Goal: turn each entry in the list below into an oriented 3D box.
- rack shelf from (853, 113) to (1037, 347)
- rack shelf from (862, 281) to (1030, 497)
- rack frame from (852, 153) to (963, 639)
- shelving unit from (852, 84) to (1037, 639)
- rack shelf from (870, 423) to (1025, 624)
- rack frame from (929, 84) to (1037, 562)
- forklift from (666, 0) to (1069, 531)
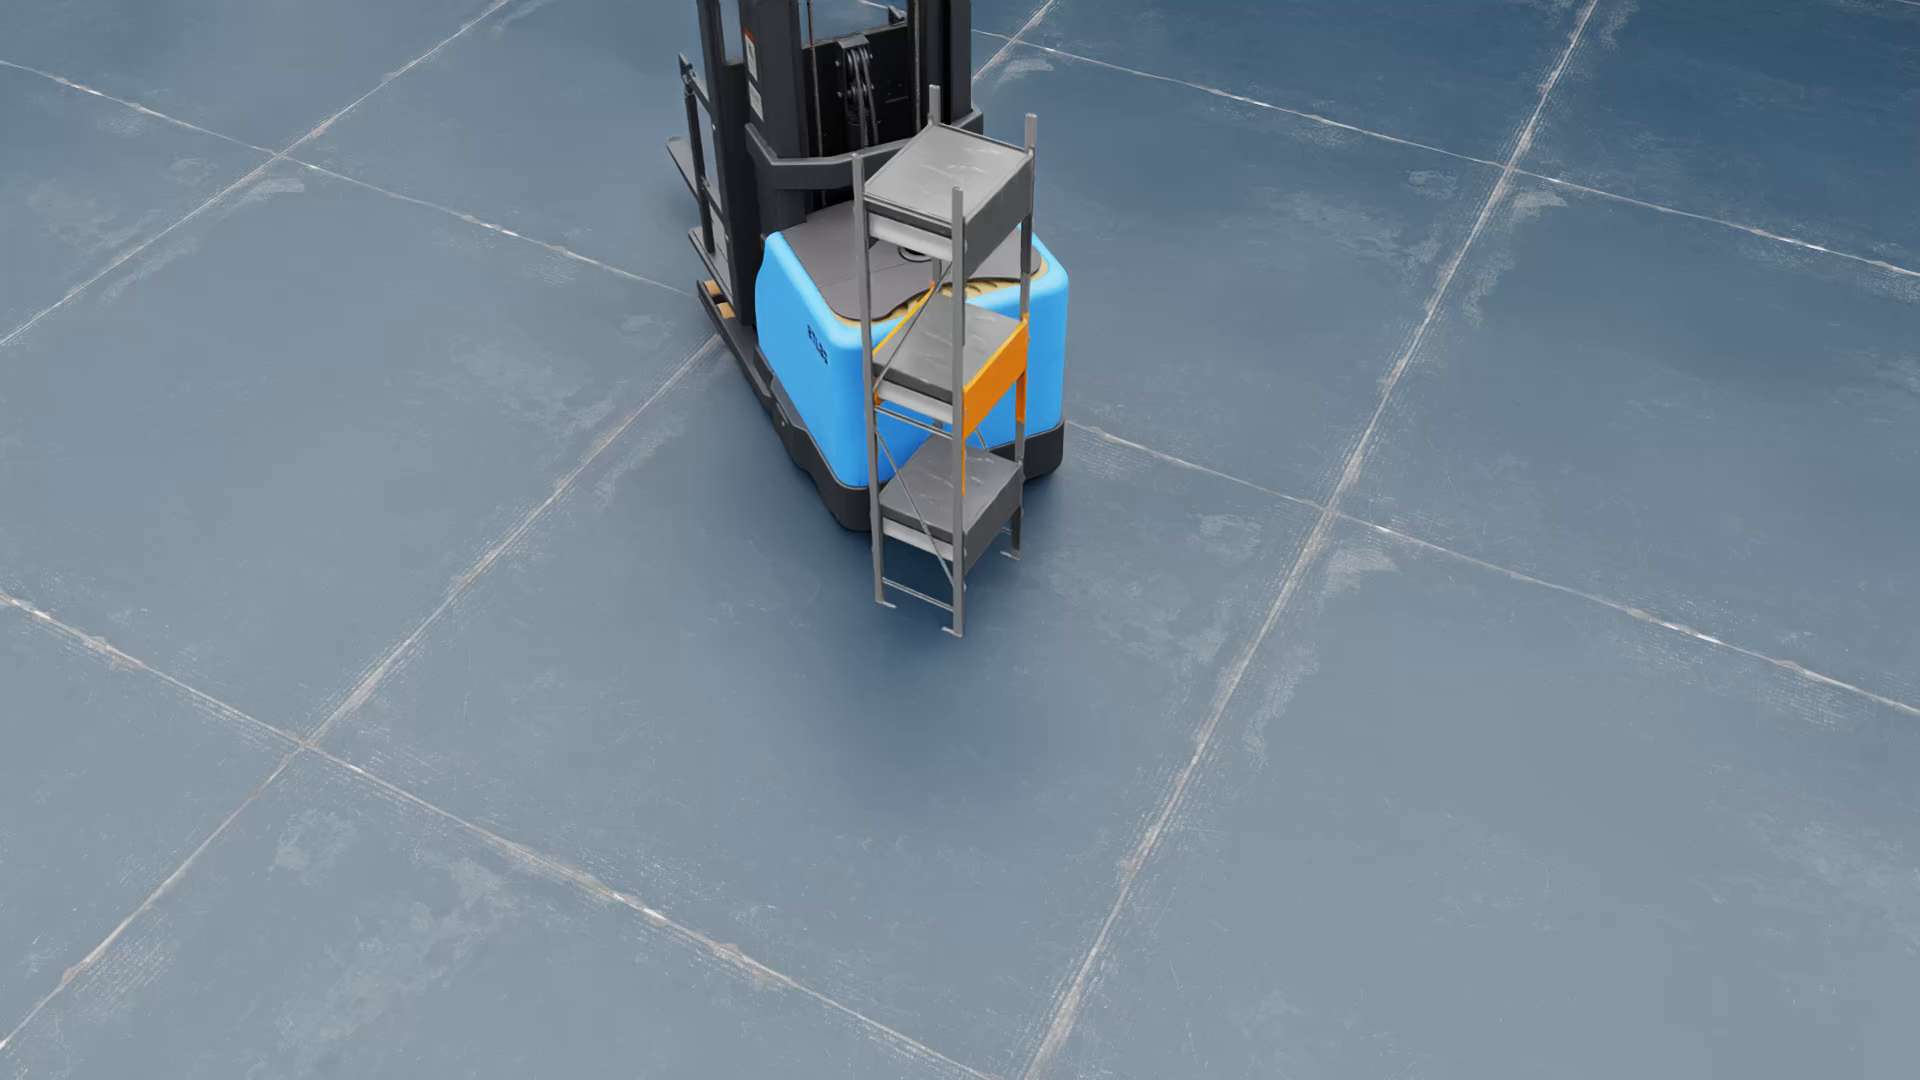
[{"bbox_3d":[-0.046,-1.052,5.628,0.431,0.518,0.480,22,49,20],"label":"rack shelf"},{"bbox_3d":[-0.046,-0.560,6.126,0.431,0.518,0.480,22,49,20],"label":"rack shelf"},{"bbox_3d":[-0.167,-0.418,5.967,0.400,2.100,0.015,22,49,20],"label":"rack frame"},{"bbox_3d":[-0.046,-0.569,6.116,0.431,2.100,0.503,22,49,20],"label":"shelving unit"},{"bbox_3d":[-0.046,-0.068,6.624,0.431,0.518,0.480,22,49,20],"label":"rack shelf"},{"bbox_3d":[0.074,-0.720,6.266,0.400,2.100,0.015,22,49,20],"label":"rack frame"},{"bbox_3d":[-0.625,-2.128,7.072,1.130,2.935,3.031,-18,48,-17],"label":"forklift"}]
